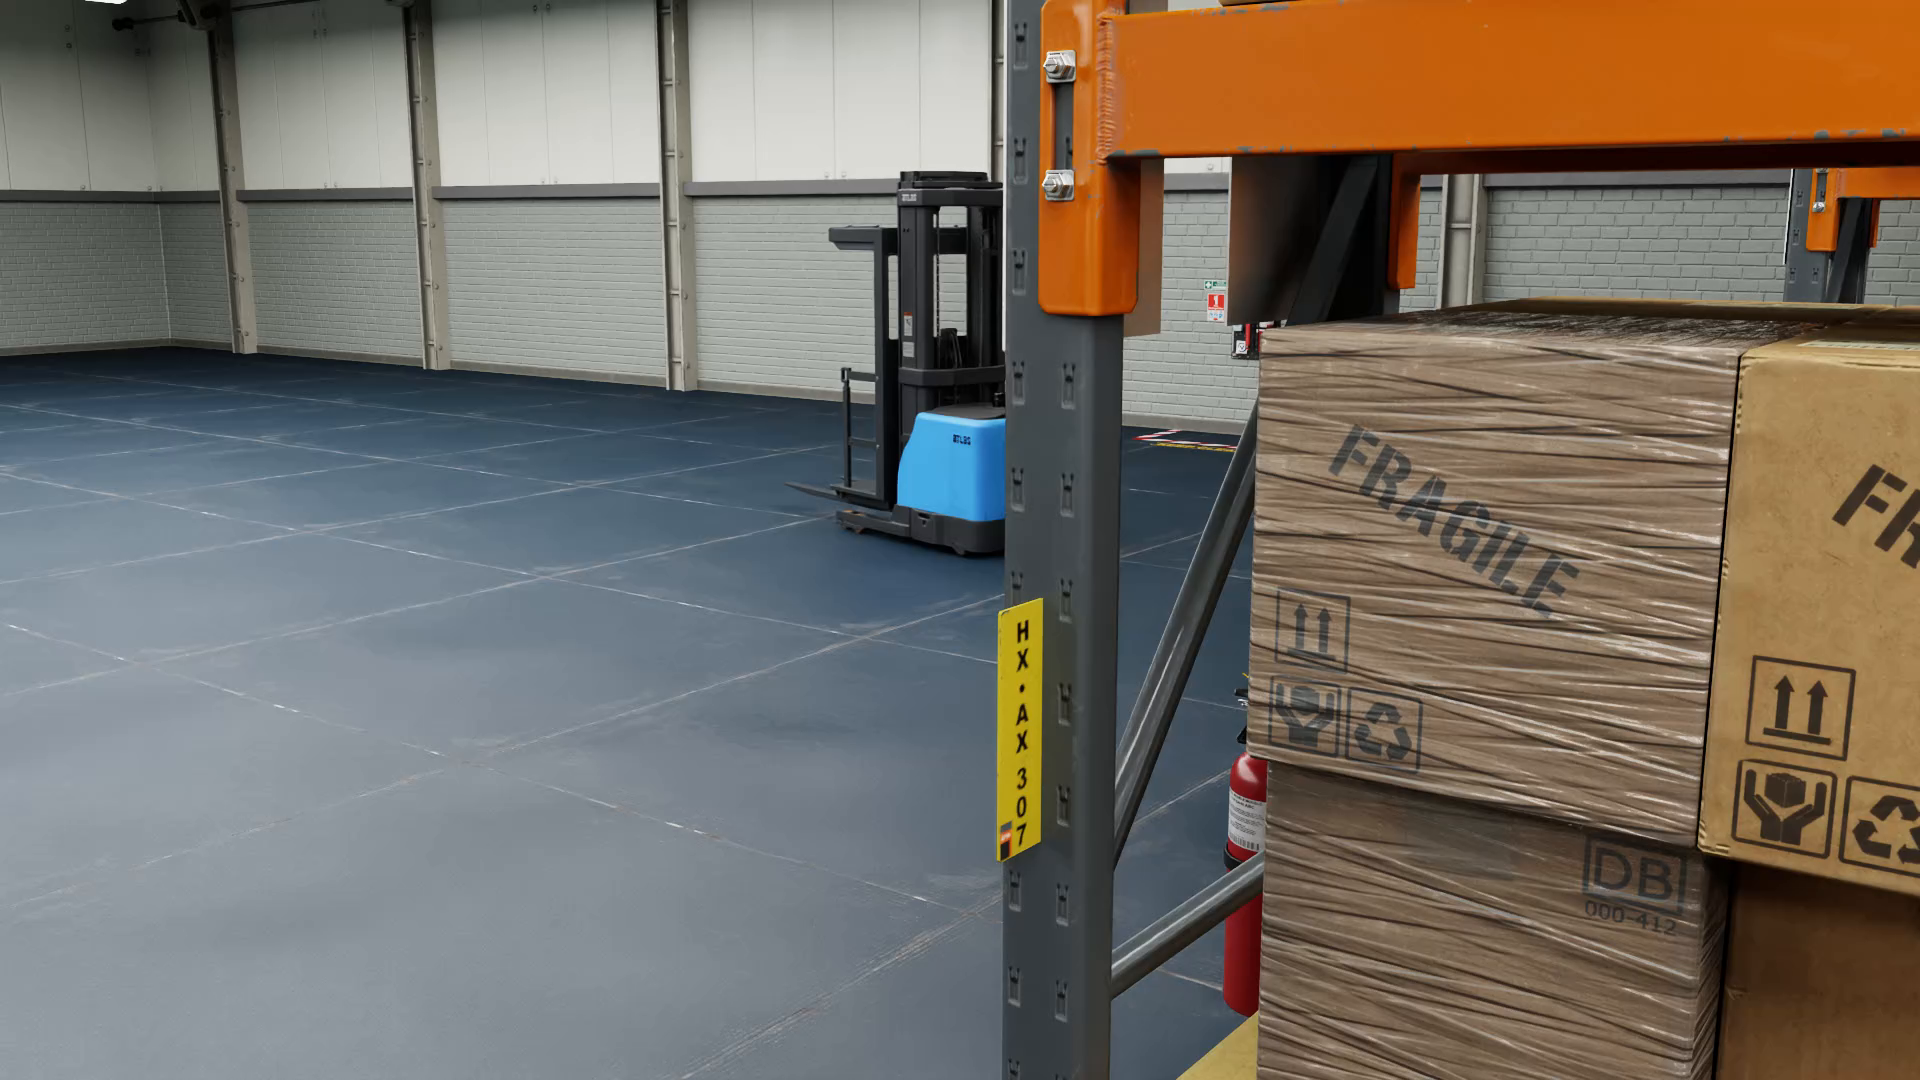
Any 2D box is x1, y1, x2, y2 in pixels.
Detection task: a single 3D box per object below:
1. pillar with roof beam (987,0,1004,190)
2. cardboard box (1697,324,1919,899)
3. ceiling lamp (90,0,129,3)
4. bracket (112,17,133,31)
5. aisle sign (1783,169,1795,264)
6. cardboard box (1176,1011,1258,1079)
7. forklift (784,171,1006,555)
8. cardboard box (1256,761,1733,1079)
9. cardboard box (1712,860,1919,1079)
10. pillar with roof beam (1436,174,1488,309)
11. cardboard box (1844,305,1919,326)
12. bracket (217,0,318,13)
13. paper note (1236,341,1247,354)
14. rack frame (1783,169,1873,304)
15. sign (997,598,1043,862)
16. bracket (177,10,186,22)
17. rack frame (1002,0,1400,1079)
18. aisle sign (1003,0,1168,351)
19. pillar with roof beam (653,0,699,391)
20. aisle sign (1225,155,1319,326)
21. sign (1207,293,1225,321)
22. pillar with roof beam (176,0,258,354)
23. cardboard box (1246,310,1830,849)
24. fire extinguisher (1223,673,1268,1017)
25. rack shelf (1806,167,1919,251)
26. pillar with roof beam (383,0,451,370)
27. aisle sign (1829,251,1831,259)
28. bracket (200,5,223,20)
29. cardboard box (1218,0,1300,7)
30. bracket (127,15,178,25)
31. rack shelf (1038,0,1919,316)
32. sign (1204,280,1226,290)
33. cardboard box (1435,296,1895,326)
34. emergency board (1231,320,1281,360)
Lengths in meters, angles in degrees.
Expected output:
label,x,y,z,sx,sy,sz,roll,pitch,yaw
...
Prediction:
label,x,y,z,sx,sy,sz,roll,pitch,yaw
pillar with roof beam,-1.949,-5.382,17.656,0.400,9.000,9.100,8,13,36
cardboard box,1.080,0.057,1.658,0.500,0.500,0.500,8,13,36
ceiling lamp,-13.731,-9.736,24.797,0.800,3.185,2.000,8,13,36
bracket,-16.364,-10.090,32.518,0.430,0.232,0.235,8,13,36
aisle sign,3.099,-1.415,6.104,0.004,0.787,0.394,8,13,36
cardboard box,0.488,0.774,2.291,0.250,0.149,0.380,8,13,36
forklift,-0.387,-1.550,13.822,1.130,2.935,3.031,-9,14,-38
cardboard box,0.826,0.453,2.243,0.500,0.500,0.875,8,13,36
cardboard box,1.300,0.491,2.047,0.500,0.500,0.875,8,13,36
pillar with roof beam,2.887,-4.707,14.169,0.400,9.000,9.100,8,13,36
cardboard box,1.395,-0.024,2.079,0.500,0.500,0.500,8,13,36
bracket,-11.708,-9.441,29.162,4.783,0.066,0.076,8,13,36
paper note,3.364,-2.302,19.853,0.142,0.148,0.016,8,13,36
rack frame,3.331,-0.176,6.541,0.127,3.000,1.000,8,13,36
sign,0.078,0.241,2.110,0.005,0.325,0.100,8,13,36
bracket,-14.454,-9.824,31.141,0.430,0.232,0.235,8,13,36
rack frame,0.397,0.583,2.619,0.053,2.616,0.949,8,13,36
aisle sign,0.172,-0.655,2.173,0.004,0.787,0.394,8,13,36
pillar with roof beam,-6.785,-6.056,21.142,0.400,9.000,9.100,8,13,36
aisle sign,0.527,-0.747,2.648,0.004,0.787,0.394,8,13,36
sign,3.081,-2.800,20.011,0.234,0.329,0.001,8,13,36
pillar with roof beam,-16.457,-7.405,28.116,0.548,9.000,9.100,8,13,36
cardboard box,0.681,0.000,1.954,0.500,0.500,0.500,8,13,36
fire extinguisher,0.580,0.537,3.060,0.183,0.674,0.296,8,13,36
rack shelf,4.943,-1.070,5.162,4.000,0.370,1.077,8,13,36
pillar with roof beam,-11.621,-6.731,24.629,0.548,9.000,9.100,8,13,36
aisle sign,3.449,-1.506,6.571,0.004,0.787,0.394,8,13,36
bracket,-13.785,-9.731,30.659,0.430,0.232,0.235,8,13,36
cardboard box,0.634,-0.723,1.867,0.500,0.250,0.500,8,14,37
bracket,-15.888,-10.024,32.175,3.189,0.066,0.076,8,13,36
rack shelf,2.011,-0.312,1.243,4.000,0.370,1.077,8,13,36
sign,3.080,-3.058,19.951,0.331,0.109,0.001,8,13,36
cardboard box,0.989,-0.080,2.365,0.500,0.500,0.500,8,13,36
emergency board,3.466,-2.704,19.612,0.643,1.169,0.194,8,13,36
